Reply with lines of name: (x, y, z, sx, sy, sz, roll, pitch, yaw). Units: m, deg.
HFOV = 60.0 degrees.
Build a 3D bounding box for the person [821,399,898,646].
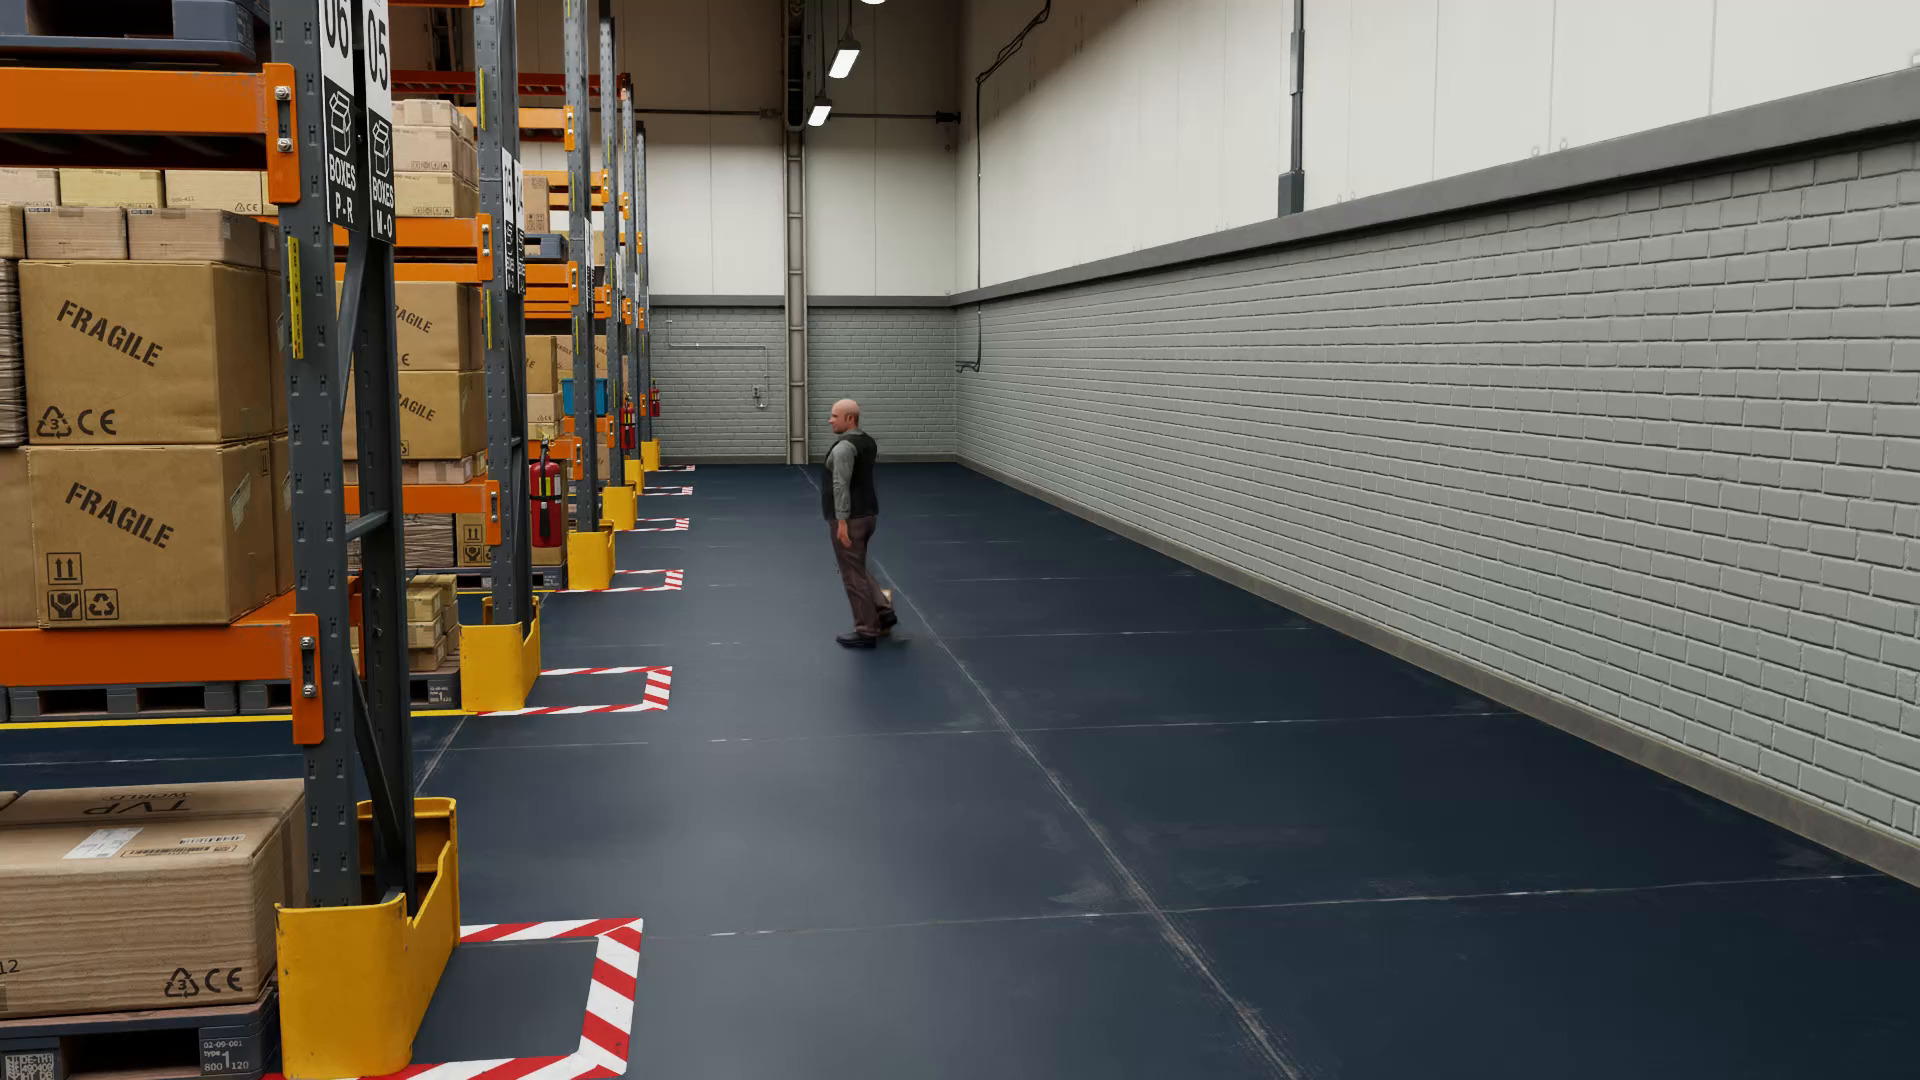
person: (-0.704, -0.129, 11.633, 0.455, 1.713, 0.687, 2, 7, 20)
